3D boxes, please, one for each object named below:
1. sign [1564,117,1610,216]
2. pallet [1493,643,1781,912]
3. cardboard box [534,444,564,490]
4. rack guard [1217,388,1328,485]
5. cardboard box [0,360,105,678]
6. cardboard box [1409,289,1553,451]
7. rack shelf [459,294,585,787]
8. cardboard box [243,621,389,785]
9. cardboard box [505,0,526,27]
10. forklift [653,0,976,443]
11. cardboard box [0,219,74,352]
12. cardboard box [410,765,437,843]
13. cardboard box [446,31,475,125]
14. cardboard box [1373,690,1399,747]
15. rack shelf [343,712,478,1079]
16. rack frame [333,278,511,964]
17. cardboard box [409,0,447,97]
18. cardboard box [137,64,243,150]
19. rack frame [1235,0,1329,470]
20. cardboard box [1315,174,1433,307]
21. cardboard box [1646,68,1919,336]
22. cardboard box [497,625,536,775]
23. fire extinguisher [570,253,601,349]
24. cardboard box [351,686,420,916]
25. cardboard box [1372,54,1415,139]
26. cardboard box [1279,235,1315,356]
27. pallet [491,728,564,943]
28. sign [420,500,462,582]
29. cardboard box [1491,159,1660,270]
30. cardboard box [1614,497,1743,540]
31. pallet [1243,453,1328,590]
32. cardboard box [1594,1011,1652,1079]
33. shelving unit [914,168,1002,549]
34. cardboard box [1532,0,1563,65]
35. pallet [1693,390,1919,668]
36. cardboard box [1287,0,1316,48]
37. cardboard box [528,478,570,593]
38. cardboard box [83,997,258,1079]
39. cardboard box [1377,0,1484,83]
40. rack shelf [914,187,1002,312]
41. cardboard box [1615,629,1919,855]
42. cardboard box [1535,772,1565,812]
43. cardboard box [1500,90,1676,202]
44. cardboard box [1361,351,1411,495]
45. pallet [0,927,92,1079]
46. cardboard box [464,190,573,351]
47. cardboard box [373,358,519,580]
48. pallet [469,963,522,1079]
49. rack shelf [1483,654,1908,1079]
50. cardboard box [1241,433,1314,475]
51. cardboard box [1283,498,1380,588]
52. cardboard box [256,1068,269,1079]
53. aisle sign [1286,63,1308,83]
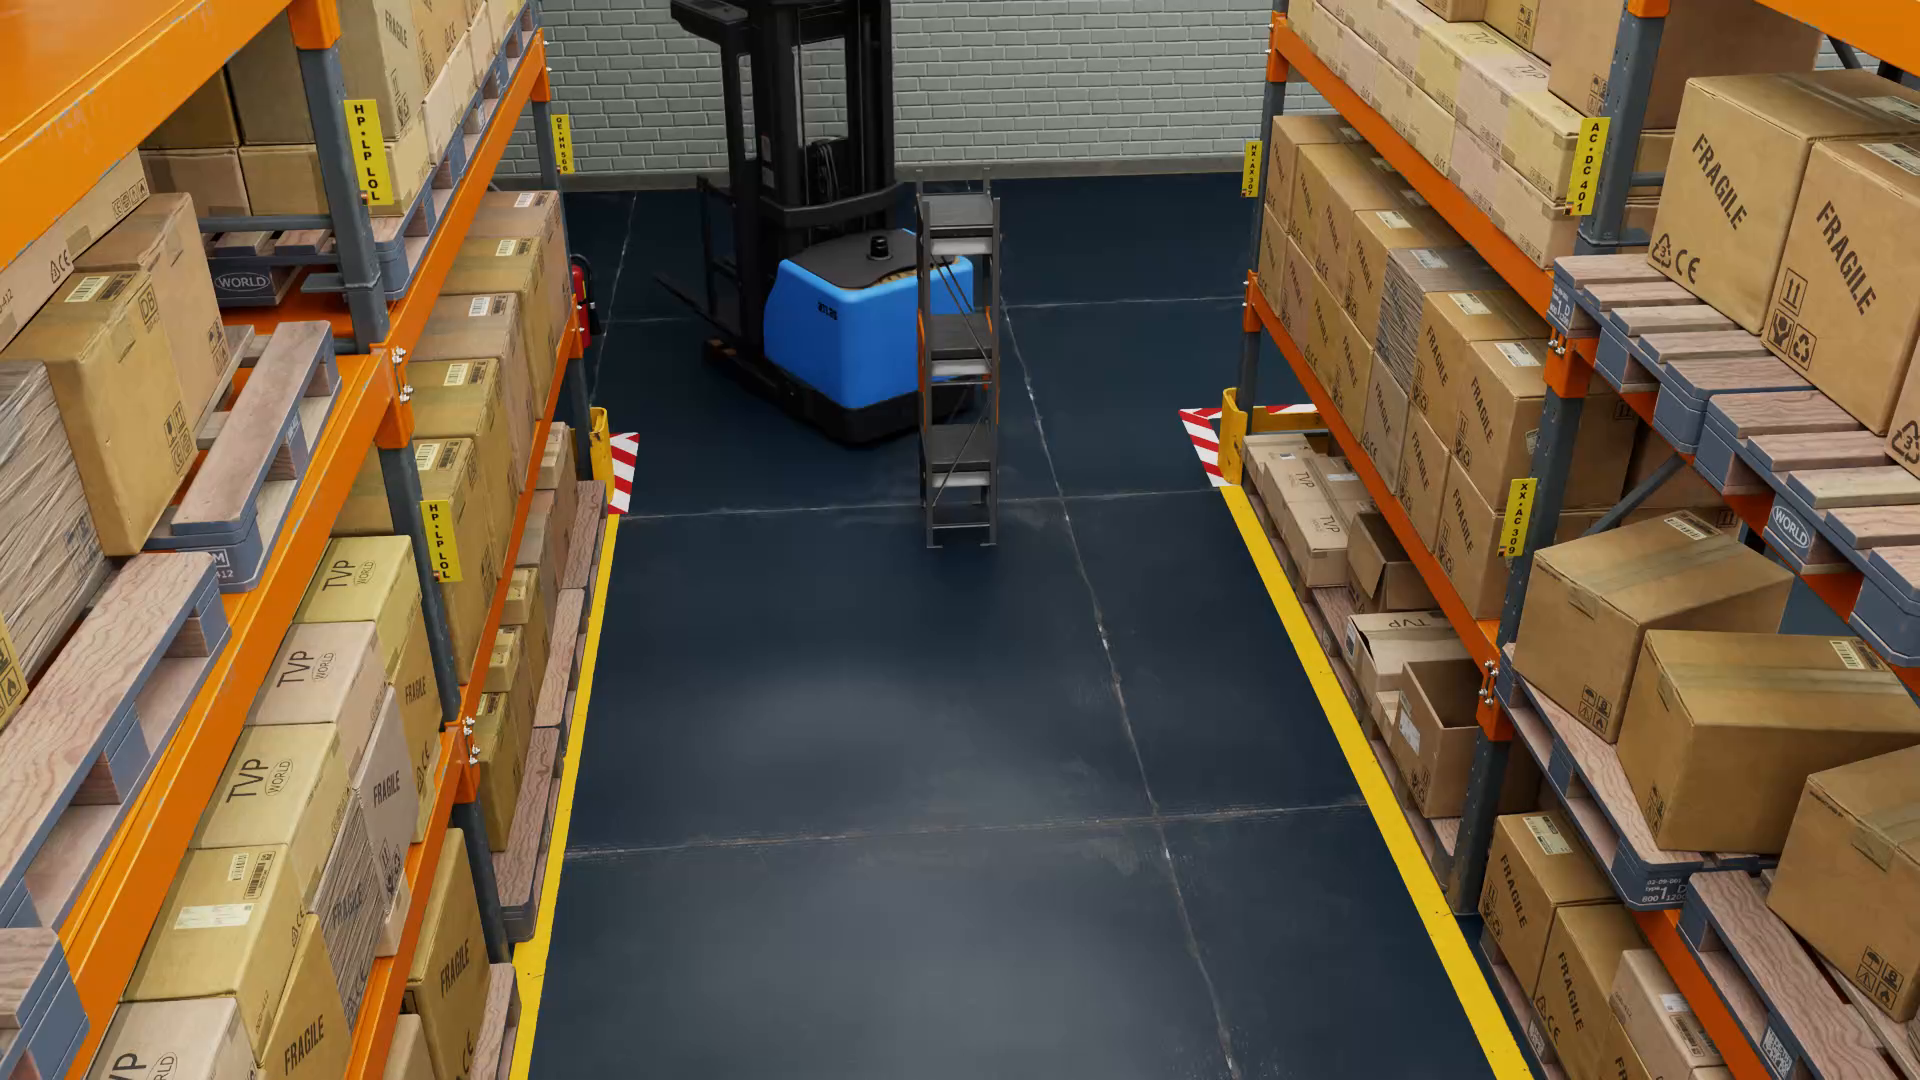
[{"bbox_3d":[2.052,-1.219,5.437,0.100,0.325,0.005,-3,31,-5],"label":"sign"},{"bbox_3d":[2.558,0.756,5.746,1.003,0.211,1.213,-3,31,-5],"label":"pallet"},{"bbox_3d":[-2.330,-0.388,8.870,0.380,0.149,0.250,-2,31,-3],"label":"cardboard box"},{"bbox_3d":[2.225,-0.670,10.384,1.175,0.500,0.348,-3,31,-5],"label":"rack guard"},{"bbox_3d":[-2.268,-0.025,3.415,0.700,0.500,0.500,-3,31,-5],"label":"cardboard box"},{"bbox_3d":[2.236,-0.719,6.956,0.500,0.500,0.500,-3,31,-6],"label":"cardboard box"},{"bbox_3d":[-2.527,-0.212,7.882,1.077,0.370,4.000,-3,31,-5],"label":"rack shelf"},{"bbox_3d":[-2.003,0.486,4.872,0.500,0.250,0.500,-2,31,-4],"label":"cardboard box"},{"bbox_3d":[-2.381,-2.628,7.938,0.500,0.250,0.500,-2,31,-3],"label":"cardboard box"},{"bbox_3d":[-1.179,-2.579,11.210,1.130,2.935,3.031,-21,37,-31],"label":"forklift"},{"bbox_3d":[-2.322,-0.605,3.655,0.500,0.250,0.500,-4,31,-6],"label":"cardboard box"},{"bbox_3d":[-1.979,0.886,5.567,0.380,0.149,0.250,-2,31,-4],"label":"cardboard box"},{"bbox_3d":[-2.230,-1.835,6.610,0.500,0.250,0.500,-4,31,-6],"label":"cardboard box"},{"bbox_3d":[2.161,0.830,7.787,0.380,0.149,0.250,-3,31,-5],"label":"cardboard box"},{"bbox_3d":[-2.153,1.830,4.463,1.077,0.370,4.000,-3,31,-5],"label":"rack shelf"},{"bbox_3d":[-2.340,0.500,5.988,1.000,3.000,0.127,-3,31,-5],"label":"rack frame"},{"bbox_3d":[-2.181,-1.908,6.002,0.500,0.500,0.500,-3,31,-6],"label":"cardboard box"},{"bbox_3d":[-2.637,-1.614,5.510,0.500,0.500,0.500,-3,31,-5],"label":"cardboard box"},{"bbox_3d":[2.218,-1.782,9.807,1.000,3.000,0.127,-3,31,-5],"label":"rack frame"},{"bbox_3d":[2.095,-1.492,8.251,0.500,0.500,0.500,-2,31,-4],"label":"cardboard box"},{"bbox_3d":[2.566,-1.033,5.024,0.600,0.600,0.600,-6,31,-9],"label":"cardboard box"},{"bbox_3d":[-2.351,0.749,7.598,0.700,0.500,0.500,-3,31,-5],"label":"cardboard box"},{"bbox_3d":[-2.268,-1.448,9.688,0.296,0.674,0.183,-3,31,-5],"label":"fire extinguisher"},{"bbox_3d":[-1.988,0.804,5.071,0.500,0.500,0.500,-3,31,-4],"label":"cardboard box"},{"bbox_3d":[2.148,-1.964,7.335,0.500,0.250,0.500,-3,31,-5],"label":"cardboard box"},{"bbox_3d":[2.051,-1.322,8.941,0.500,0.500,0.500,-3,31,-5],"label":"cardboard box"},{"bbox_3d":[-2.333,1.305,7.359,1.003,0.211,1.213,-3,31,-5],"label":"pallet"},{"bbox_3d":[-1.800,0.006,5.763,0.100,0.325,0.005,-3,31,-5],"label":"sign"},{"bbox_3d":[2.282,-1.198,6.052,0.500,0.250,0.500,-3,31,-5],"label":"cardboard box"},{"bbox_3d":[2.816,-0.056,6.820,0.500,0.500,0.500,-2,31,-3],"label":"cardboard box"},{"bbox_3d":[2.301,-0.138,9.776,1.003,0.211,1.213,-3,31,-5],"label":"pallet"},{"bbox_3d":[2.495,1.931,5.601,0.500,0.500,0.500,-2,31,-4],"label":"cardboard box"},{"bbox_3d":[-0.015,-0.986,9.353,0.431,2.100,0.503,-3,31,-5],"label":"shelving unit"},{"bbox_3d":[2.603,-2.008,6.189,0.700,0.500,0.500,-3,31,-5],"label":"cardboard box"},{"bbox_3d":[2.683,-0.081,4.218,1.213,0.211,1.003,-3,31,-5],"label":"pallet"},{"bbox_3d":[2.013,-2.730,8.617,0.500,0.250,0.500,-3,31,-5],"label":"cardboard box"},{"bbox_3d":[-2.502,-0.041,8.922,0.700,0.500,0.500,-3,31,-5],"label":"cardboard box"},{"bbox_3d":[-1.853,1.267,3.565,0.500,0.250,0.500,-3,31,-4],"label":"cardboard box"},{"bbox_3d":[2.142,-2.179,7.206,0.500,0.250,0.500,-3,31,-5],"label":"cardboard box"},{"bbox_3d":[-0.015,-1.575,9.001,0.431,0.518,0.480,-3,31,-5],"label":"rack shelf"},{"bbox_3d":[2.541,0.638,5.250,0.700,0.500,0.500,2,31,3],"label":"cardboard box"},{"bbox_3d":[2.768,1.001,7.341,0.500,0.311,0.500,-3,31,-5],"label":"cardboard box"},{"bbox_3d":[2.276,-1.413,5.923,0.500,0.250,0.500,-3,31,-5],"label":"cardboard box"},{"bbox_3d":[2.190,-0.550,7.649,0.500,0.500,0.500,-2,31,-3],"label":"cardboard box"},{"bbox_3d":[-2.079,1.009,2.394,1.213,0.211,1.003,-1,31,-2],"label":"pallet"},{"bbox_3d":[-2.656,-1.411,8.895,0.980,0.700,0.700,-1,31,-2],"label":"cardboard box"},{"bbox_3d":[-2.437,-0.280,7.000,0.980,0.700,0.700,-4,31,-6],"label":"cardboard box"},{"bbox_3d":[-2.193,2.087,6.050,1.003,0.211,1.213,-3,31,-5],"label":"pallet"},{"bbox_3d":[2.779,1.591,4.863,1.077,0.370,4.000,-3,31,-5],"label":"rack shelf"},{"bbox_3d":[1.915,-0.516,10.040,0.380,0.149,0.250,-3,31,-5],"label":"cardboard box"},{"bbox_3d":[2.080,0.012,9.058,0.500,0.250,0.500,-3,31,-5],"label":"cardboard box"},{"bbox_3d":[-1.842,1.581,3.770,0.500,0.500,0.500,-3,31,-5],"label":"cardboard box"},{"bbox_3d":[1.919,-2.918,9.176,0.394,0.787,0.004,-3,31,-5],"label":"aisle sign"}]
